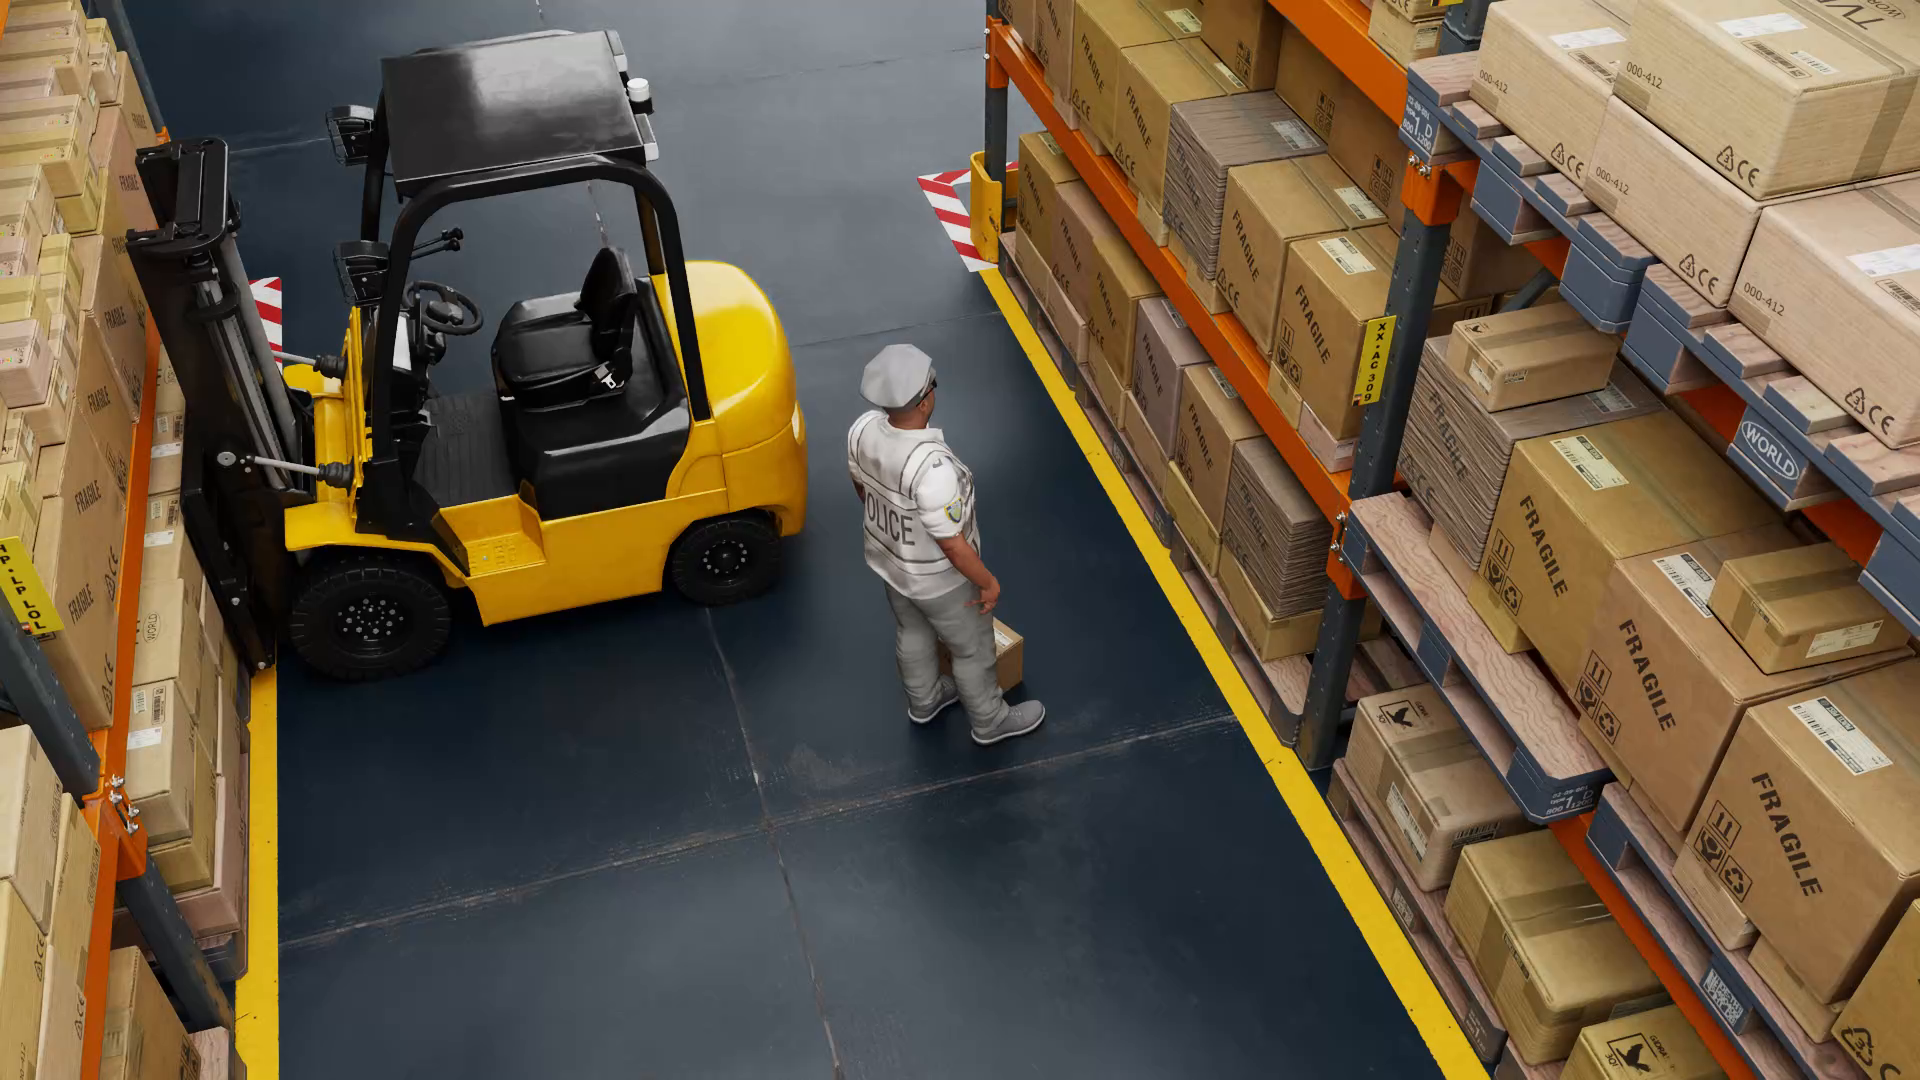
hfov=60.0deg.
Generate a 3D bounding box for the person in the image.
[{"bbox_3d":[-0.057,0.019,6.097,0.573,1.780,0.641,-31,50,-30],"label":"person"}]
